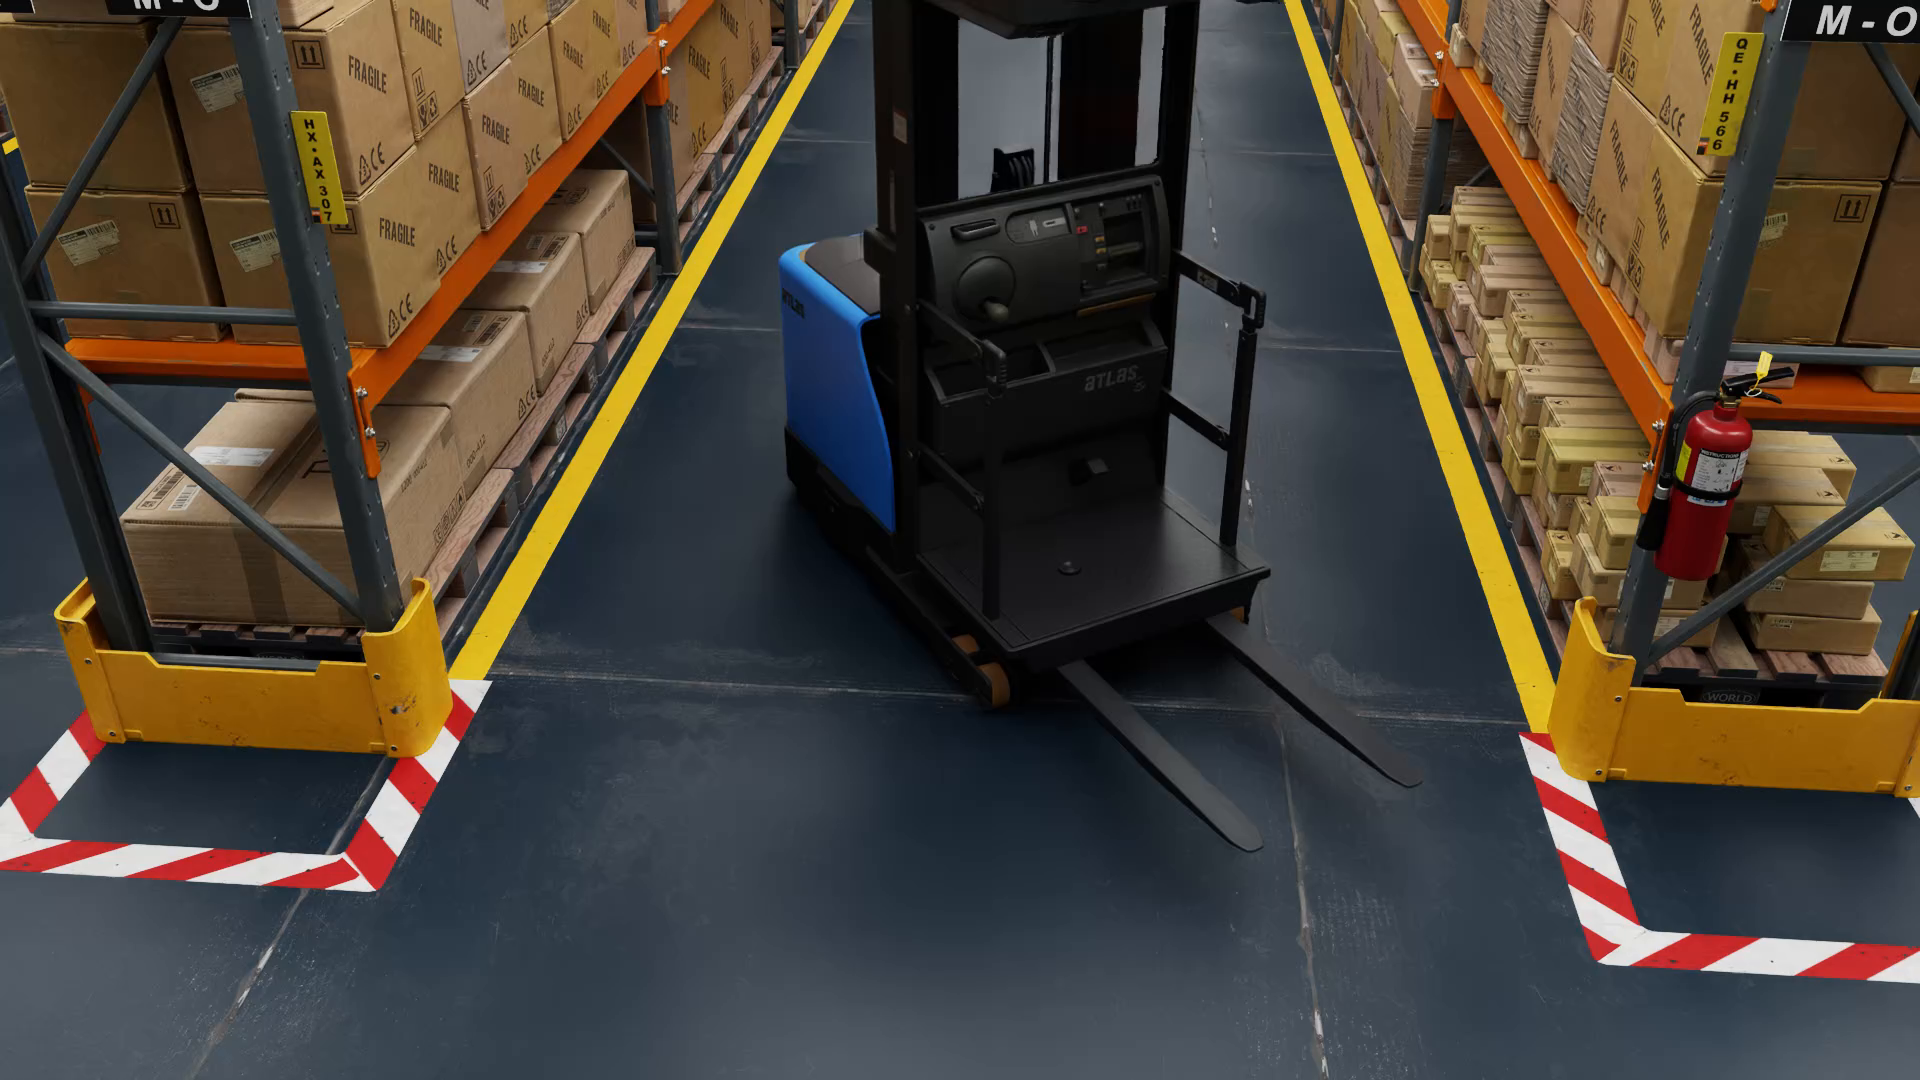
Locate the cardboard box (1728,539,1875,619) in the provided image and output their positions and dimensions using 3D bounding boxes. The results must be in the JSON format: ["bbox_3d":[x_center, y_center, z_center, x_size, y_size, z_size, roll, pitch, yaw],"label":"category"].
[{"bbox_3d":[2.882,0.133,5.709,0.380,0.149,0.250,4,32,6],"label":"cardboard box"}]

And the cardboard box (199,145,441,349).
[{"bbox_3d":[-2.033,-0.953,5.341,0.500,0.500,0.500,2,32,4],"label":"cardboard box"}]

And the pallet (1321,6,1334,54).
[{"bbox_3d":[3.374,-3.918,12.906,1.003,0.211,1.213,2,32,4],"label":"pallet"}]

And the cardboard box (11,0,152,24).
[{"bbox_3d":[-2.529,-1.612,4.840,0.380,0.149,0.250,3,32,5],"label":"cardboard box"}]

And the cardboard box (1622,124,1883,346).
[{"bbox_3d":[2.364,-0.928,5.018,0.500,0.500,0.500,3,32,5],"label":"cardboard box"}]

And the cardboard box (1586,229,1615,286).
[{"bbox_3d":[2.389,-0.983,5.725,0.380,0.149,0.250,3,32,5],"label":"cardboard box"}]

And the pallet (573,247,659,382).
[{"bbox_3d":[-2.172,-1.182,8.466,1.003,0.211,1.213,2,32,4],"label":"pallet"}]

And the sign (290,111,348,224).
[{"bbox_3d":[-1.806,-1.047,4.689,0.100,0.325,0.005,2,32,4],"label":"sign"}]

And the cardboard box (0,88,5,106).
[{"bbox_3d":[-6.589,-3.142,10.971,0.500,0.500,0.500,1,32,2],"label":"cardboard box"}]

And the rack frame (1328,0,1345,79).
[{"bbox_3d":[3.235,-4.696,11.511,1.000,3.000,0.127,2,32,4],"label":"rack frame"}]

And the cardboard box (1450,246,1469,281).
[{"bbox_3d":[2.630,-1.384,8.170,0.380,0.149,0.250,3,32,4],"label":"cardboard box"}]

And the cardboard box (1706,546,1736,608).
[{"bbox_3d":[2.885,0.122,6.011,0.380,0.149,0.250,2,32,4],"label":"cardboard box"}]

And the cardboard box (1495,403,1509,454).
[{"bbox_3d":[2.454,-0.443,6.927,0.380,0.149,0.250,3,32,5],"label":"cardboard box"}]

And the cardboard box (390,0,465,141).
[{"bbox_3d":[-2.000,-1.649,5.518,0.500,0.500,0.500,2,32,3],"label":"cardboard box"}]

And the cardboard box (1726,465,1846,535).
[{"bbox_3d":[2.867,-0.140,5.868,0.380,0.149,0.250,3,32,5],"label":"cardboard box"}]

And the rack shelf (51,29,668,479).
[{"bbox_3d":[-2.195,-1.411,6.866,1.077,0.370,4.000,2,32,4],"label":"rack shelf"}]

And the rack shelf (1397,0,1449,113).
[{"bbox_3d":[3.072,-3.344,10.003,1.077,0.370,4.000,2,32,4],"label":"rack shelf"}]

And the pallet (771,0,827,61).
[{"bbox_3d":[-1.642,-4.076,13.163,1.003,0.211,1.213,2,32,4],"label":"pallet"}]

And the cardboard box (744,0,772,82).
[{"bbox_3d":[-1.846,-3.771,11.635,0.875,0.875,0.875,2,32,4],"label":"cardboard box"}]

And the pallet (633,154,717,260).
[{"bbox_3d":[-2.045,-1.982,9.766,1.003,0.211,1.213,2,32,4],"label":"pallet"}]

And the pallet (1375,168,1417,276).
[{"bbox_3d":[2.971,-1.824,9.509,1.003,0.211,1.213,2,32,4],"label":"pallet"}]

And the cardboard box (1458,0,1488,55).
[{"bbox_3d":[2.618,-2.525,7.610,0.500,0.500,0.500,2,32,3],"label":"cardboard box"}]

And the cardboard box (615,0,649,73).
[{"bbox_3d":[-1.816,-2.552,7.937,0.500,0.500,0.500,3,32,4],"label":"cardboard box"}]

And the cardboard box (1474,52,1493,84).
[{"bbox_3d":[2.613,-2.225,7.741,0.380,0.149,0.250,3,32,5],"label":"cardboard box"}]

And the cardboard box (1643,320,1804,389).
[{"bbox_3d":[2.328,-0.588,5.085,0.380,0.149,0.250,2,32,4],"label":"cardboard box"}]

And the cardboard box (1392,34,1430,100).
[{"bbox_3d":[2.773,-2.707,9.550,0.500,0.250,0.500,4,32,6],"label":"cardboard box"}]

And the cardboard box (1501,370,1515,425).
[{"bbox_3d":[2.451,-0.569,6.848,0.380,0.149,0.250,4,32,6],"label":"cardboard box"}]

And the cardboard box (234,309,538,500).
[{"bbox_3d":[-2.338,-0.588,6.886,0.875,0.438,0.875,3,32,5],"label":"cardboard box"}]

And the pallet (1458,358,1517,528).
[{"bbox_3d":[2.793,-0.425,7.238,1.003,0.211,1.213,2,32,4],"label":"pallet"}]

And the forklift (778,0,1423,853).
[{"bbox_3d":[0.411,-0.928,5.463,1.130,2.935,3.031,-16,35,-24],"label":"forklift"}]

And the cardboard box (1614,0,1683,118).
[{"bbox_3d":[2.414,-1.622,5.192,0.500,0.500,0.500,1,32,2],"label":"cardboard box"}]

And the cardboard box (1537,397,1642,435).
[{"bbox_3d":[2.431,-0.421,6.324,0.380,0.149,0.250,1,32,2],"label":"cardboard box"}]

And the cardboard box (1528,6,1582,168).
[{"bbox_3d":[2.493,-1.723,6.308,0.500,0.500,0.500,4,32,6],"label":"cardboard box"}]

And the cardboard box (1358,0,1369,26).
[{"bbox_3d":[2.896,-3.514,10.861,0.500,0.250,0.500,2,32,3],"label":"cardboard box"}]

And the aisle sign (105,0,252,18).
[{"bbox_3d":[-2.075,-1.728,4.217,0.394,0.787,0.004,2,32,4],"label":"aisle sign"}]

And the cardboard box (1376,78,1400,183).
[{"bbox_3d":[2.761,-2.385,9.743,0.500,0.500,0.500,2,32,3],"label":"cardboard box"}]

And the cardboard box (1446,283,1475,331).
[{"bbox_3d":[2.569,-1.121,8.028,0.380,0.149,0.250,2,32,4],"label":"cardboard box"}]

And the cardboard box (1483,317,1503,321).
[{"bbox_3d":[2.575,-0.971,7.500,0.380,0.149,0.250,4,32,6],"label":"cardboard box"}]

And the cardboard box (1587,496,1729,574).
[{"bbox_3d":[2.374,-0.019,5.671,0.380,0.149,0.250,3,32,5],"label":"cardboard box"}]

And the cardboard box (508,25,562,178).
[{"bbox_3d":[-1.936,-1.746,6.629,0.500,0.500,0.500,3,32,6],"label":"cardboard box"}]

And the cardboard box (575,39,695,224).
[{"bbox_3d":[-2.062,-2.365,9.353,0.875,0.875,0.875,3,32,6],"label":"cardboard box"}]

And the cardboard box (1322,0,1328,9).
[{"bbox_3d":[3.442,-4.689,13.243,1.050,0.750,0.750,3,32,5],"label":"cardboard box"}]

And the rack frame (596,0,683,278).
[{"bbox_3d":[-2.033,-2.763,8.374,1.000,3.000,0.127,2,32,4],"label":"rack frame"}]

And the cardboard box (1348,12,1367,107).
[{"bbox_3d":[2.886,-3.189,11.047,0.500,0.500,0.500,3,32,5],"label":"cardboard box"}]

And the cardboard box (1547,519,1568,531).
[{"bbox_3d":[2.446,-0.035,6.265,0.380,0.149,0.250,2,32,4],"label":"cardboard box"}]

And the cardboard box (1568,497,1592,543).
[{"bbox_3d":[2.417,-0.027,5.968,0.380,0.149,0.250,2,32,3],"label":"cardboard box"}]

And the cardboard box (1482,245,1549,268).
[{"bbox_3d":[2.623,-1.238,7.650,0.380,0.149,0.250,2,32,3],"label":"cardboard box"}]

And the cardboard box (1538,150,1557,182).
[{"bbox_3d":[2.526,-1.530,6.614,0.380,0.149,0.250,4,32,6],"label":"cardboard box"}]

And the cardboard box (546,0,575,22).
[{"bbox_3d":[-1.877,-2.441,6.804,0.500,0.500,0.500,3,32,5],"label":"cardboard box"}]

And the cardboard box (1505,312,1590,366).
[{"bbox_3d":[2.522,-0.835,6.996,0.380,0.149,0.250,3,32,4],"label":"cardboard box"}]

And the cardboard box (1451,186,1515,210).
[{"bbox_3d":[2.675,-1.651,8.321,0.380,0.149,0.250,4,32,6],"label":"cardboard box"}]
